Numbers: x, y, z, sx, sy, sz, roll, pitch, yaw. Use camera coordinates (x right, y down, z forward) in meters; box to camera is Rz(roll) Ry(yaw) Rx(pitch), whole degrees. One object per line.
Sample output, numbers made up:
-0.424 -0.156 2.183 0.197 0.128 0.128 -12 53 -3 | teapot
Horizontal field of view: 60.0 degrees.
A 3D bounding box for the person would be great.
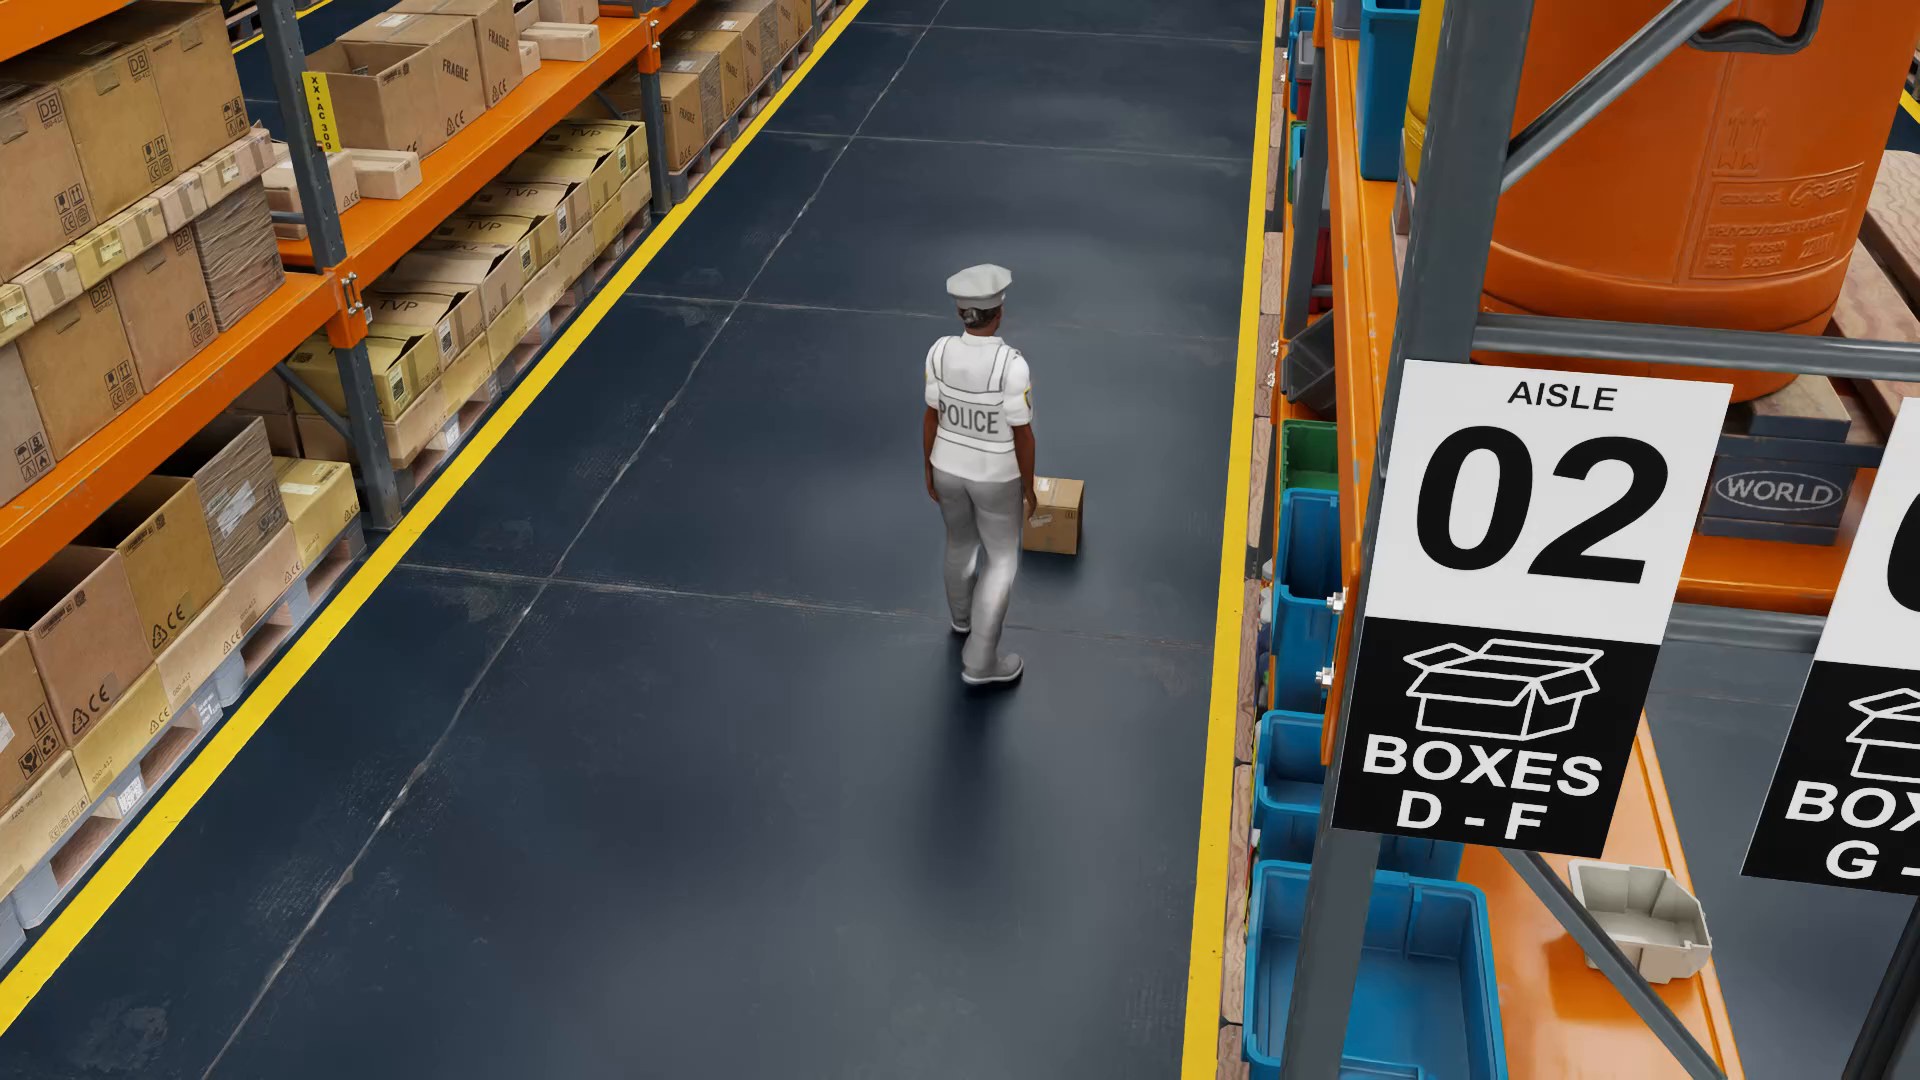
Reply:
0.090 -0.252 6.521 0.484 1.653 0.649 17 36 24 | person
